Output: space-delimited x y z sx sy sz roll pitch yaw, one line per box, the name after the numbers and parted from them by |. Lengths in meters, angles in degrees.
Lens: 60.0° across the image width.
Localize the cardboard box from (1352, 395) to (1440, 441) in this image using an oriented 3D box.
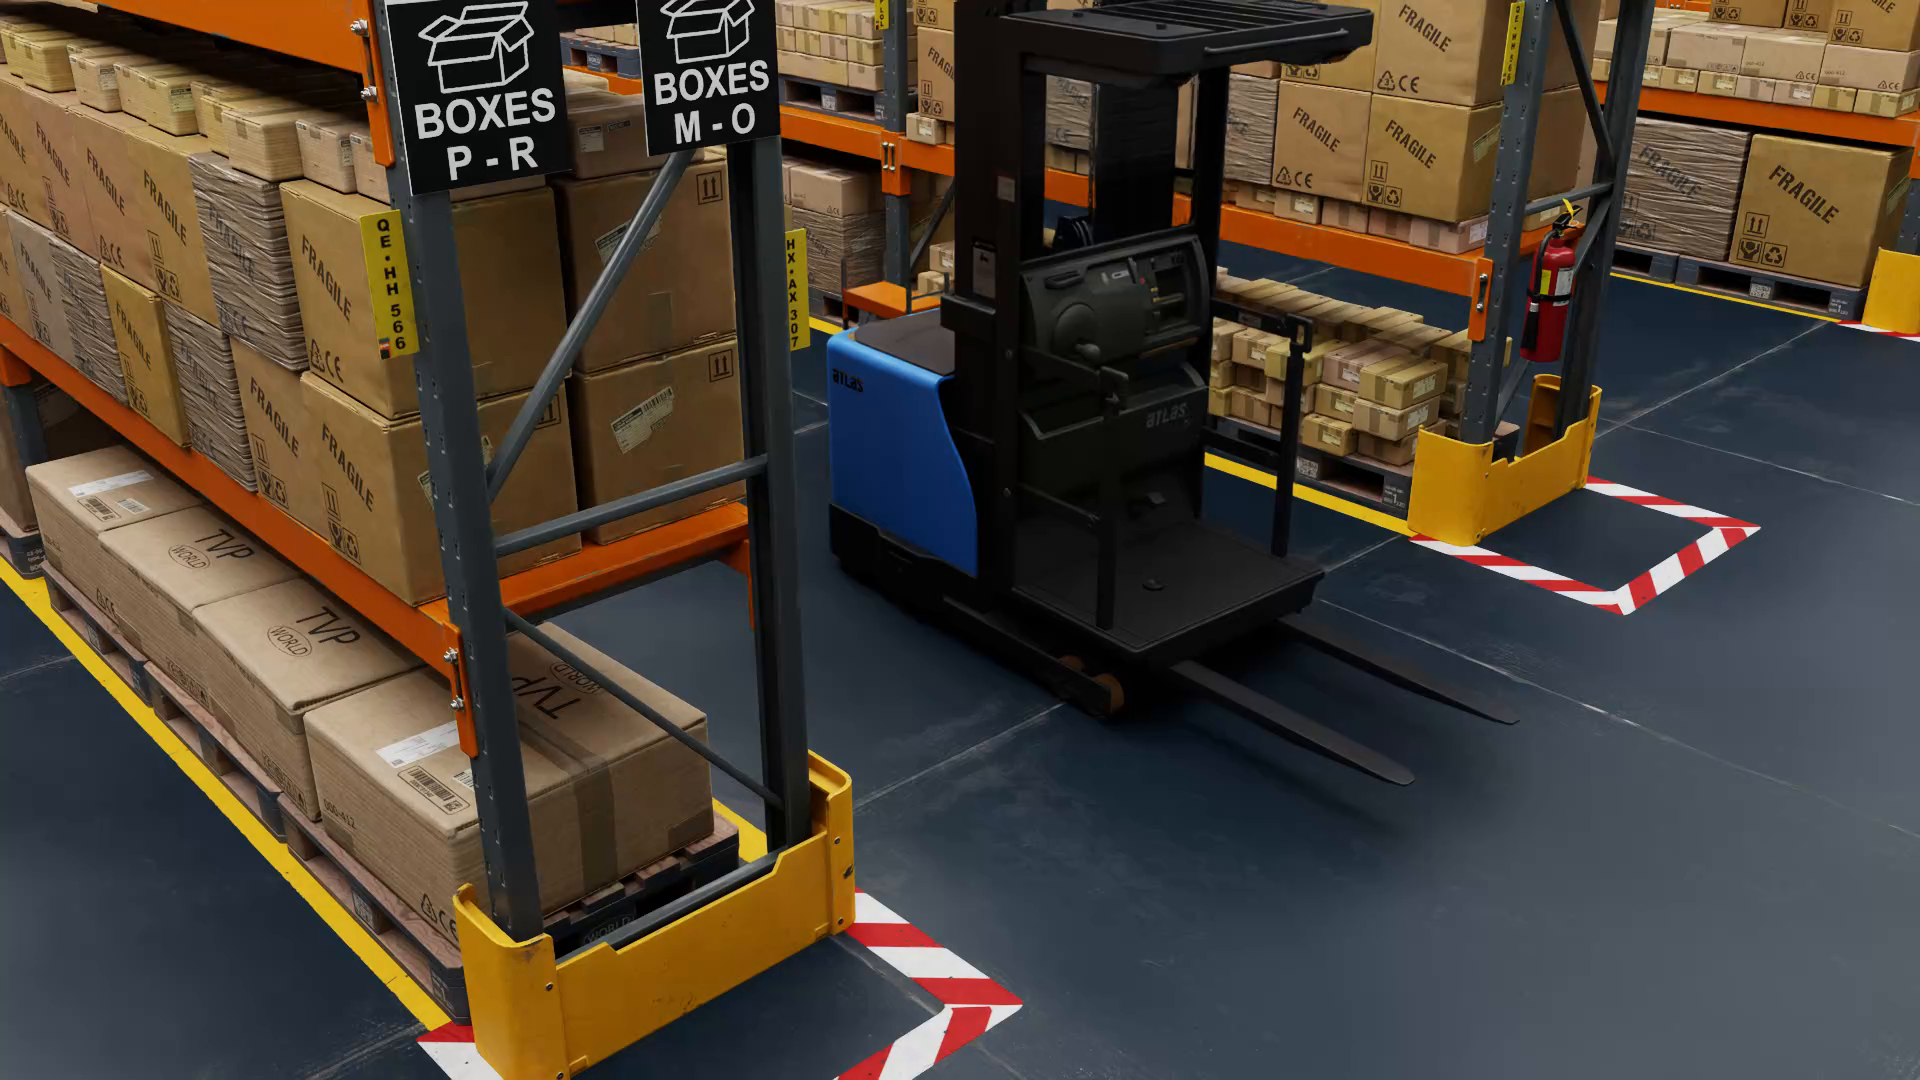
2.118 -0.624 8.074 0.380 0.149 0.250 -22 33 -40 | cardboard box

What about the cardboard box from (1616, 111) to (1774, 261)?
5.259 -2.563 11.809 0.875 0.875 0.875 -21 32 -38 | cardboard box

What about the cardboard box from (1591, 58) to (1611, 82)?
4.668 -3.334 11.747 0.380 0.149 0.250 -22 33 -40 | cardboard box

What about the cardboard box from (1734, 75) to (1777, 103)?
5.372 -3.023 11.066 0.380 0.149 0.250 -21 32 -38 | cardboard box

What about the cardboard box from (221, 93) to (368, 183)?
-1.678 -1.053 4.337 0.380 0.149 0.250 -22 32 -39 | cardboard box

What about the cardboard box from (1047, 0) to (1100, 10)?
0.771 -2.843 8.685 0.500 0.500 0.500 -21 32 -38 | cardboard box

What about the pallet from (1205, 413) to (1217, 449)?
1.276 -0.896 9.459 1.003 0.211 1.213 -21 32 -38 | pallet

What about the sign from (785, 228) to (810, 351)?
-0.448 -0.666 4.458 0.100 0.325 0.005 -21 32 -38 | sign

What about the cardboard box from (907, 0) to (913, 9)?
-0.176 -3.408 10.685 0.380 0.149 0.250 -20 31 -37 | cardboard box

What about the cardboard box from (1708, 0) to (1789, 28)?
5.545 -3.829 11.448 0.500 0.500 0.500 -22 33 -40 | cardboard box

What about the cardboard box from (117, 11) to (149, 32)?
-2.884 -1.896 6.186 0.380 0.149 0.250 -21 32 -38 | cardboard box

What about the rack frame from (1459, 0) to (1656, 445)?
2.687 -1.516 7.459 1.000 3.000 0.127 -21 32 -38 | rack frame

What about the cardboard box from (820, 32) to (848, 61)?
-0.644 -3.084 10.334 0.380 0.149 0.250 -21 32 -38 | cardboard box

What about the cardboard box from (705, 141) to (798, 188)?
-1.454 -2.592 11.420 0.500 0.250 0.500 22 33 39 | cardboard box

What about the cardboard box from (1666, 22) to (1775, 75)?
5.157 -3.339 11.277 0.500 0.250 0.500 22 33 40 | cardboard box

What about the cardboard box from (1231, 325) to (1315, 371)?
1.610 -1.000 8.541 0.250 0.149 0.380 22 33 40 | cardboard box

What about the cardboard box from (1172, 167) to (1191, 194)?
1.248 -1.911 8.628 0.380 0.149 0.250 -21 32 -38 | cardboard box

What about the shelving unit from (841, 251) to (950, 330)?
-0.300 -0.710 7.860 0.258 1.200 0.503 -19 31 -36 | shelving unit

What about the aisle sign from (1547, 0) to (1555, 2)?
2.518 -2.591 6.684 0.394 0.787 0.004 -21 32 -38 | aisle sign

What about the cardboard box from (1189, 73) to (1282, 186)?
1.490 -2.068 8.190 0.500 0.500 0.500 -21 32 -38 | cardboard box

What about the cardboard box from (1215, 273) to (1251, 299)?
1.421 -1.378 9.368 0.380 0.149 0.250 -21 32 -38 | cardboard box

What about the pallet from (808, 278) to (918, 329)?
-0.580 -1.694 11.210 1.003 0.211 1.213 -21 32 -38 | pallet

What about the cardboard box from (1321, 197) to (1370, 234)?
1.933 -1.578 7.897 0.380 0.149 0.250 -22 32 -39 | cardboard box

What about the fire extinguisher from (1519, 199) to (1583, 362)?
2.522 -1.104 7.098 0.296 0.674 0.183 -21 32 -38 | fire extinguisher

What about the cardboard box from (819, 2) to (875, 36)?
-0.648 -3.222 10.280 0.380 0.149 0.250 -22 33 -40 | cardboard box

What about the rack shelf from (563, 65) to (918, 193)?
-1.414 -3.006 11.592 1.077 0.370 4.000 -21 32 -38 | rack shelf

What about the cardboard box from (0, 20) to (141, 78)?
-3.048 -1.688 5.729 0.380 0.149 0.250 -22 32 -39 | cardboard box

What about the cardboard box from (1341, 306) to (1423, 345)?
2.222 -1.098 8.754 0.380 0.149 0.250 -21 32 -39 | cardboard box

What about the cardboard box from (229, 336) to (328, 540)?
-1.712 -0.354 4.791 0.500 0.500 0.500 -22 33 -39 | cardboard box

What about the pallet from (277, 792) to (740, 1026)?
-1.461 0.968 5.374 1.003 0.211 1.213 -21 32 -38 | pallet

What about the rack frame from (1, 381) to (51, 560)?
-3.591 -1.293 6.970 1.000 3.000 0.127 -21 32 -38 | rack frame

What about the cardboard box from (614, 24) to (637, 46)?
-2.255 -3.660 11.957 0.380 0.149 0.250 -19 31 -36 | cardboard box

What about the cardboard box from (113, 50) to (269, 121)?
-2.327 -1.384 5.063 0.380 0.149 0.250 -20 31 -37 | cardboard box

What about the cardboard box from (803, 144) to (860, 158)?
-0.725 -2.582 11.398 0.500 0.250 0.500 -20 31 -37 | cardboard box

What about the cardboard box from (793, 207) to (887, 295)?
-0.737 -1.934 10.881 0.500 0.500 0.500 -22 32 -39 | cardboard box

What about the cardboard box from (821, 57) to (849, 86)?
-0.641 -2.947 10.393 0.380 0.149 0.250 -21 32 -38 | cardboard box

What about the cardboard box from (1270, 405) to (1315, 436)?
1.807 -0.664 8.520 0.380 0.149 0.250 -21 32 -39 | cardboard box

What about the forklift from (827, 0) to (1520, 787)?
0.744 -0.897 6.184 1.130 2.935 3.031 -19 31 -36 | forklift

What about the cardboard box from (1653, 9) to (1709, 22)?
5.184 -3.647 11.952 0.500 0.250 0.500 -22 32 -39 | cardboard box

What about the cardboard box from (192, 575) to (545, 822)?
-2.013 0.447 5.737 0.875 0.438 0.875 -20 31 -37 | cardboard box

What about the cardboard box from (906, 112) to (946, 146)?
-0.092 -2.435 9.775 0.380 0.149 0.250 -20 31 -37 | cardboard box

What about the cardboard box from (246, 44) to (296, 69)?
-2.142 -1.610 5.558 0.380 0.149 0.250 -21 32 -38 | cardboard box

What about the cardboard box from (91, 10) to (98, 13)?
-3.682 -2.008 7.212 0.500 0.500 0.500 -21 32 -38 | cardboard box

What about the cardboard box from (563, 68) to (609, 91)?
-1.223 -1.233 4.732 0.380 0.149 0.250 -20 31 -37 | cardboard box

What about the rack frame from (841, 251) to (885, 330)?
-0.457 -0.787 8.030 0.240 1.200 0.015 -19 31 -36 | rack frame

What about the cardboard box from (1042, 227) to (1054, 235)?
0.386 -1.858 10.422 0.380 0.149 0.250 -20 31 -37 | cardboard box

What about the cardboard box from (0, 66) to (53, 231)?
-3.102 -1.425 5.935 0.500 0.500 0.500 -22 32 -39 | cardboard box

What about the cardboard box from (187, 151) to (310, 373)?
-1.739 -0.810 4.586 0.500 0.500 0.500 -21 32 -38 | cardboard box

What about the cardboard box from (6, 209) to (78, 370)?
-3.121 -0.968 6.138 0.500 0.500 0.500 -21 32 -38 | cardboard box

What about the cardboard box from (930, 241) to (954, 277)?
0.037 -1.729 10.138 0.380 0.149 0.250 -20 31 -36 | cardboard box

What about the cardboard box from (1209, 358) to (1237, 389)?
1.398 -0.934 8.754 0.380 0.149 0.250 -21 32 -38 | cardboard box

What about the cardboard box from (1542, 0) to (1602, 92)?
2.574 -2.363 7.632 0.500 0.500 0.500 -21 32 -39 | cardboard box
